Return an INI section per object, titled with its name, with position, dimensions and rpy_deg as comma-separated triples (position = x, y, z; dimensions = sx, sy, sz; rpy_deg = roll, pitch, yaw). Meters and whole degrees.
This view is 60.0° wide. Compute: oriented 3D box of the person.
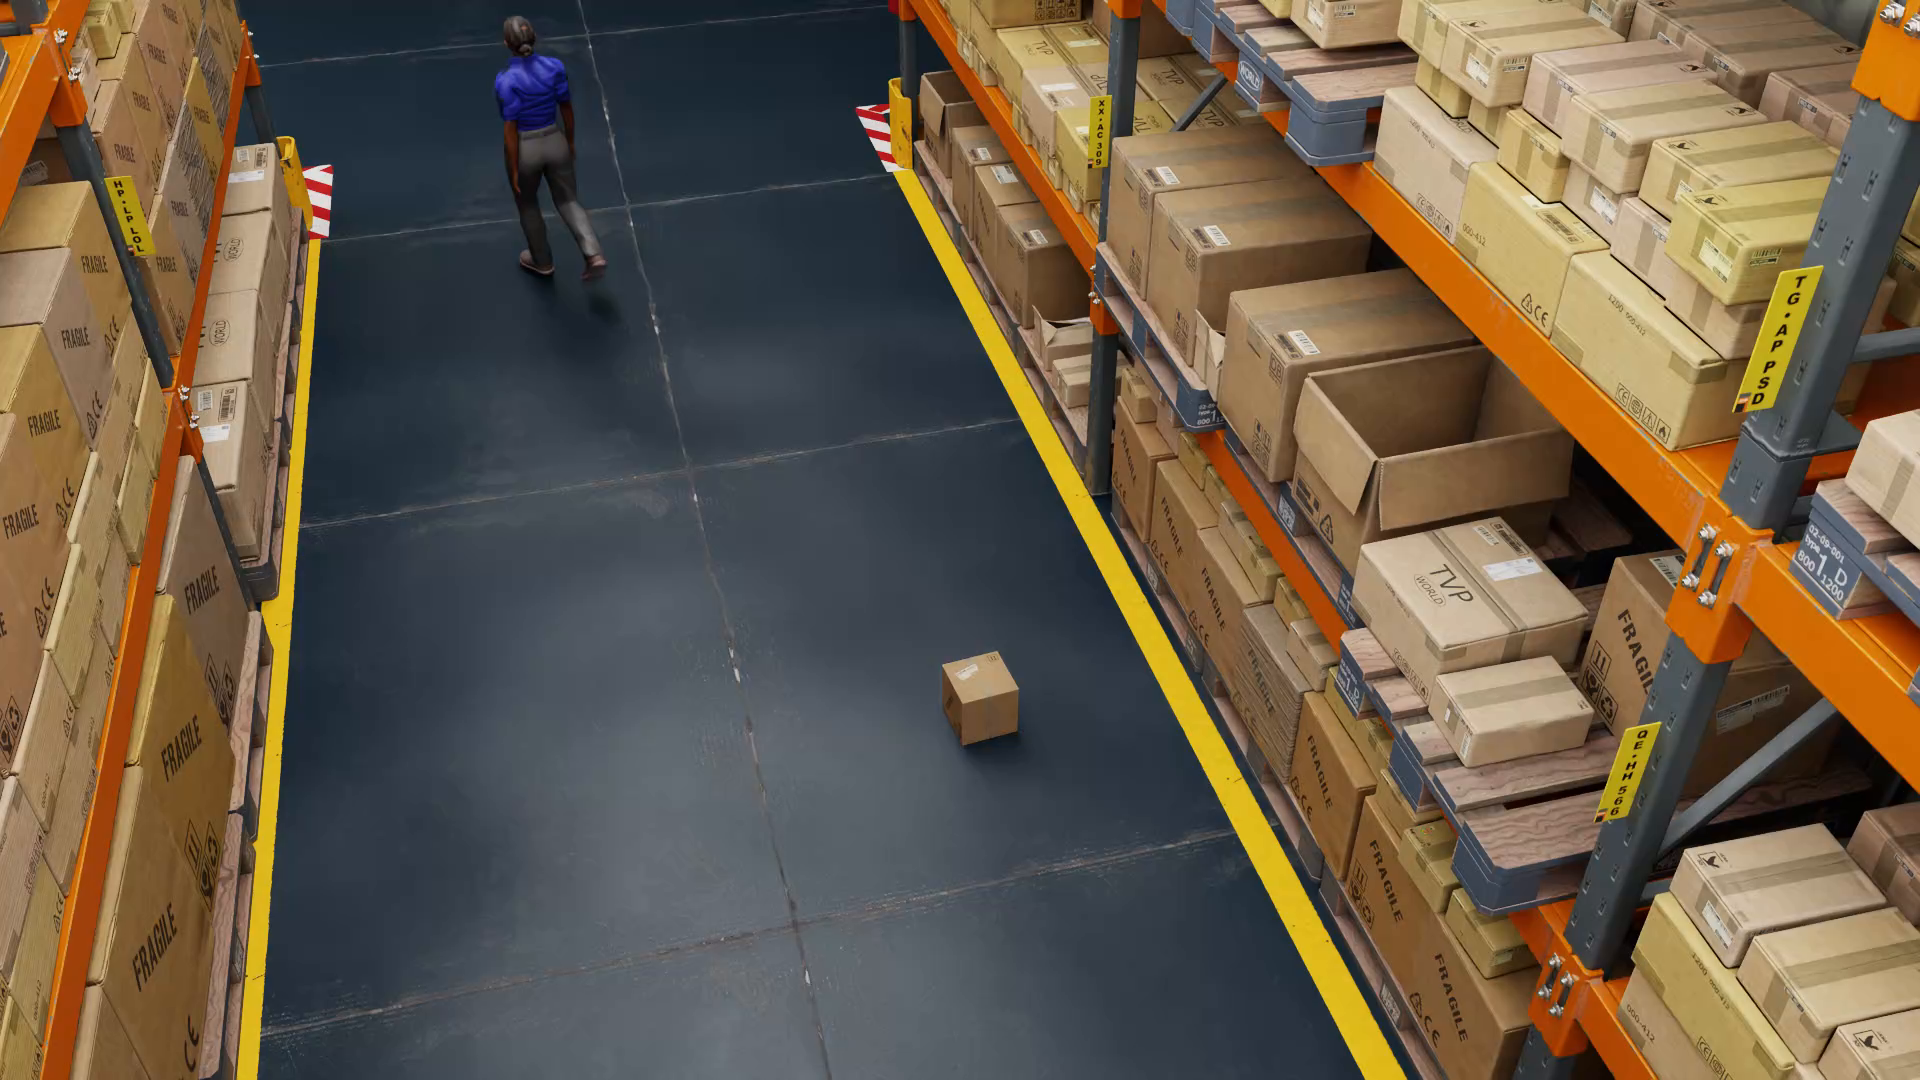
[person]
position = -2.369, -2.197, 9.472
dimensions = 0.454, 1.624, 0.799
rpy_deg = -25, 45, -28
